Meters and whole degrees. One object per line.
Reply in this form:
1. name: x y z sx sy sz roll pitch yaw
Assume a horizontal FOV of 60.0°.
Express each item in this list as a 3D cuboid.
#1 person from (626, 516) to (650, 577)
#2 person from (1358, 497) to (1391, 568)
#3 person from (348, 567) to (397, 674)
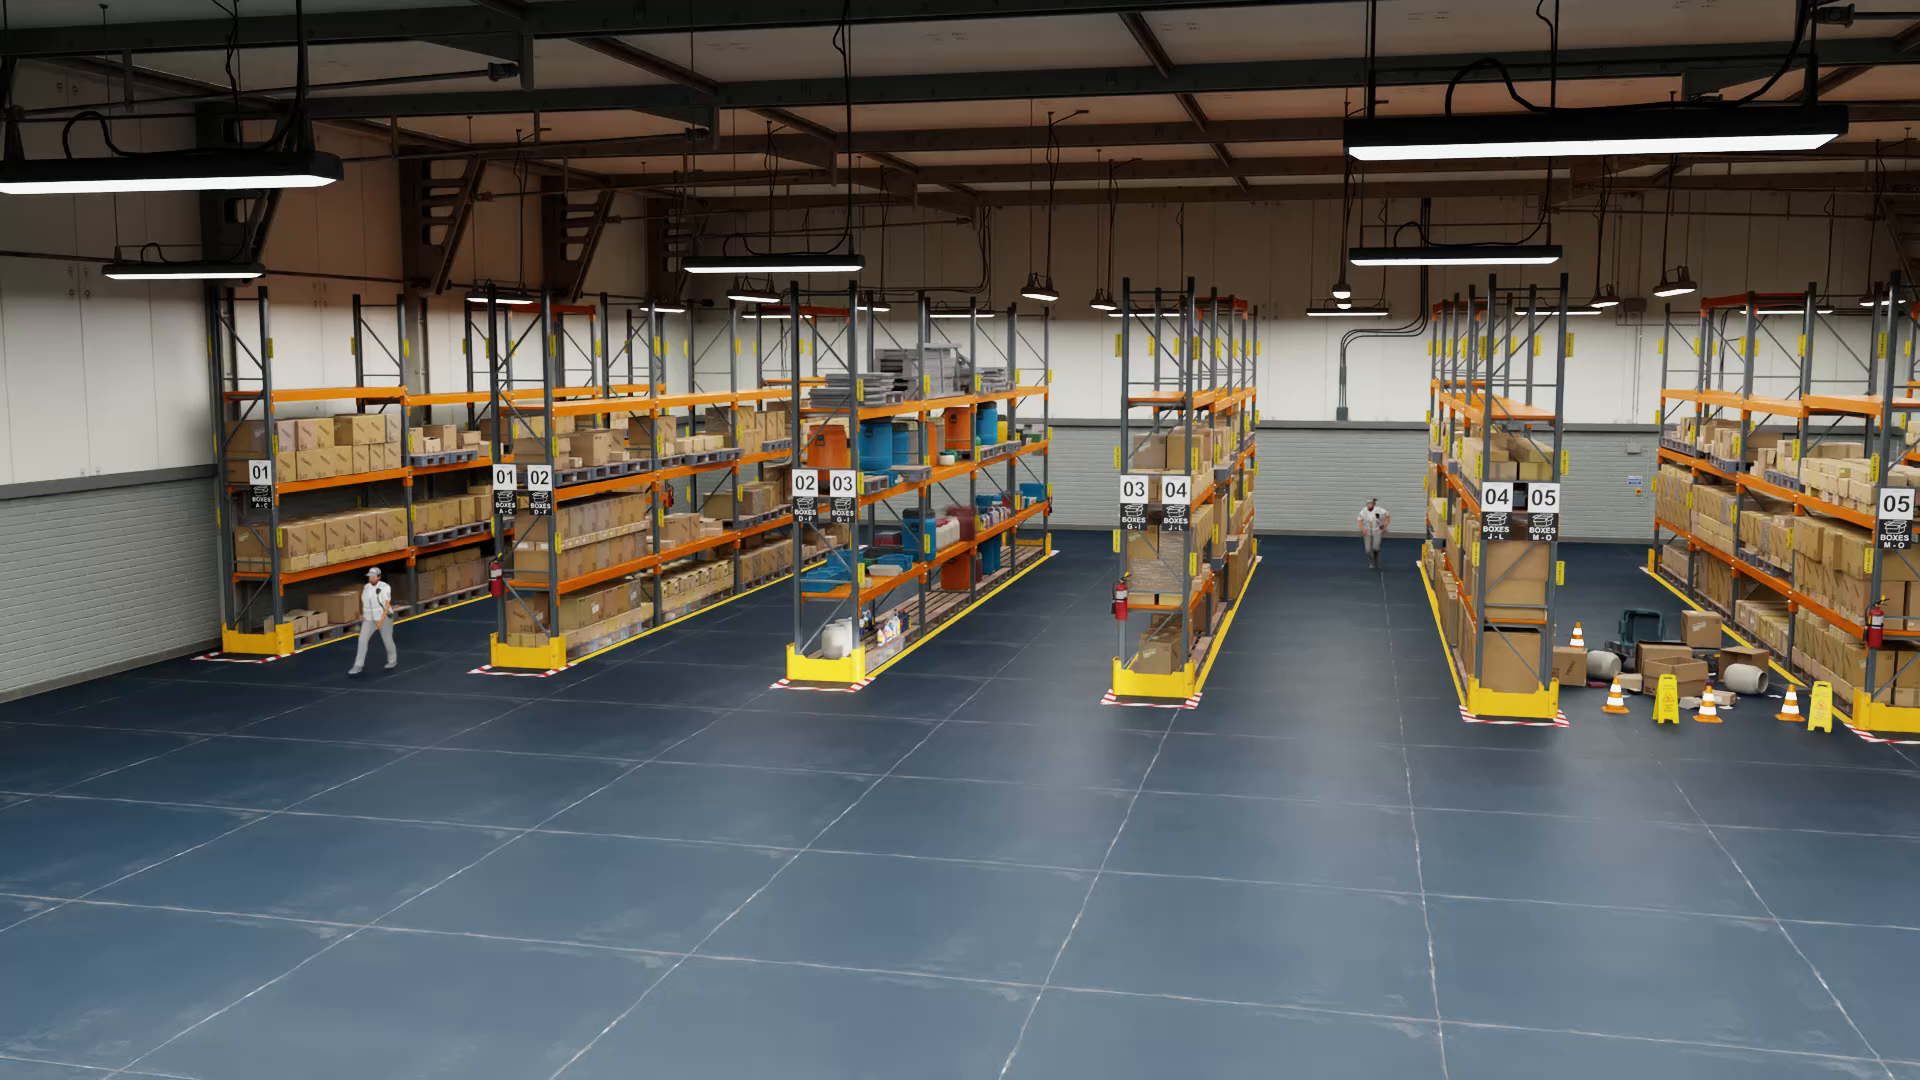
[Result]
1. person: -6.830 0.120 35.041 0.595 1.788 0.677 1 7 9
2. person: 9.427 -0.168 37.844 0.710 1.673 0.713 3 7 23
3. person: -9.069 1.230 25.716 0.516 1.616 0.949 1 7 5
